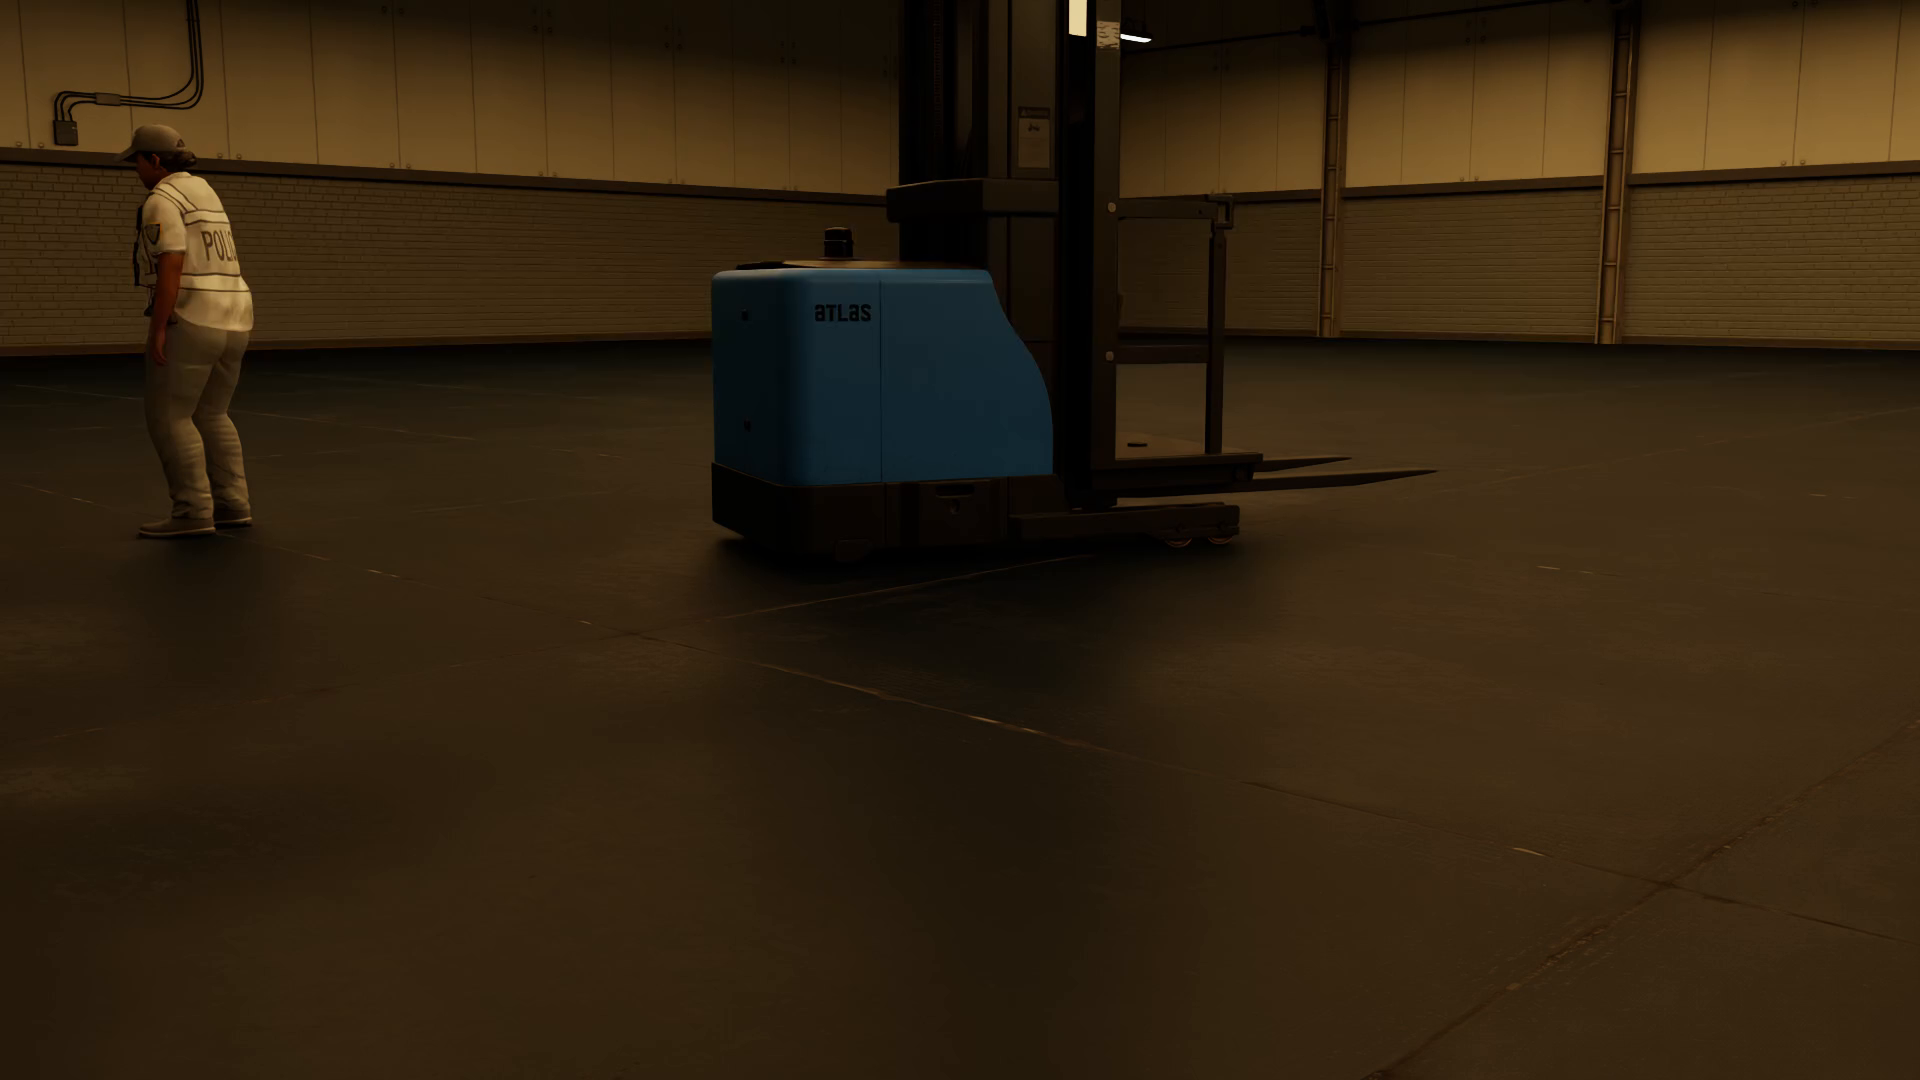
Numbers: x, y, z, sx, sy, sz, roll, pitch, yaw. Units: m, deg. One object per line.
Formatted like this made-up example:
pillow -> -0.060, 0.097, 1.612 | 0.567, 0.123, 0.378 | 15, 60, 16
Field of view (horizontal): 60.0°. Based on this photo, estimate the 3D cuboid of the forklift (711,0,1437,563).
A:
forklift -> 0.559, -1.486, 6.742 | 3.031, 2.935, 1.130 | -4, 9, -23

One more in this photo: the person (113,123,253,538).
person -> -3.182, -0.859, 6.847 | 0.467, 1.666, 0.538 | 1, 9, 4
